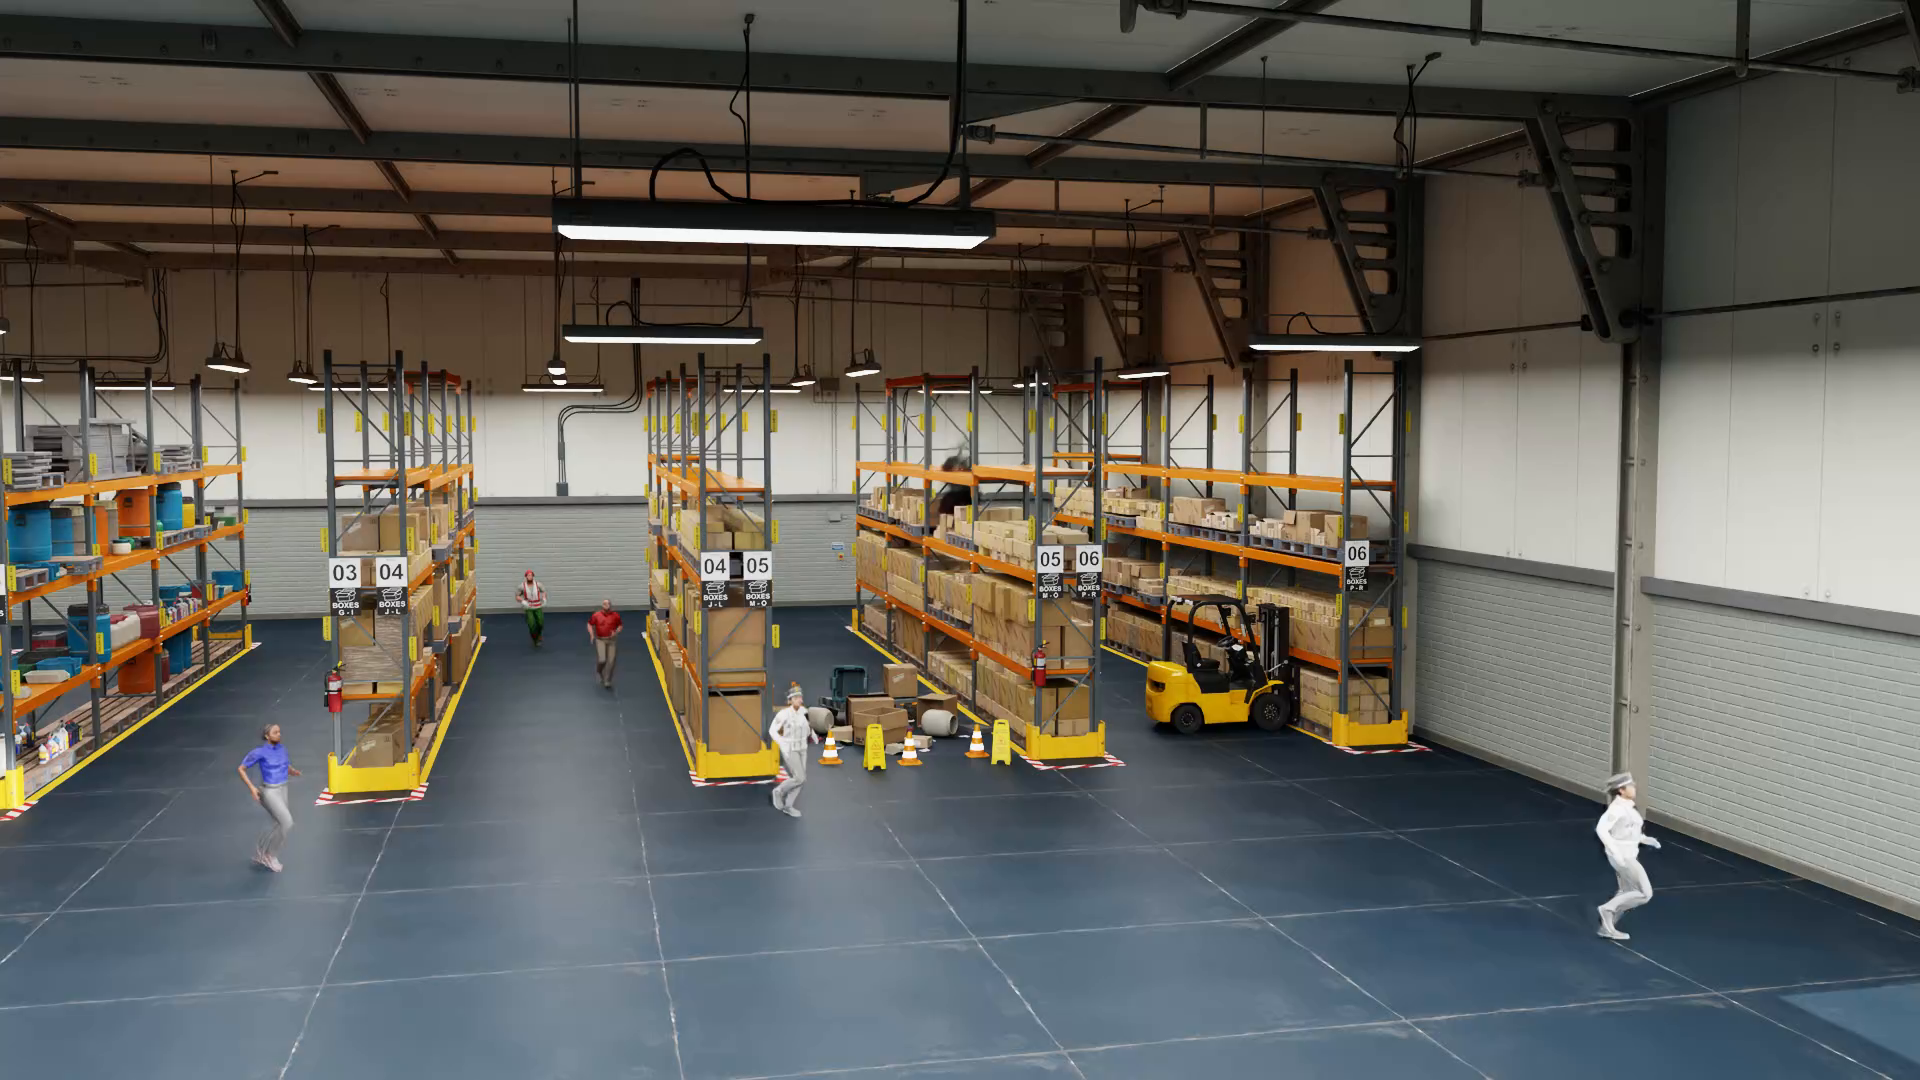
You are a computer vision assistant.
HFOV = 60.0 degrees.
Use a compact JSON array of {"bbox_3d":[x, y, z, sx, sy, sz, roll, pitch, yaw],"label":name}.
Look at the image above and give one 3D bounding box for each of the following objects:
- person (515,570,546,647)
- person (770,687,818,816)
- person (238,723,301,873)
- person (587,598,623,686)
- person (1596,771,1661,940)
[{"bbox_3d":[-9.611,1.537,37.317,0.690,1.732,0.543,-2,4,-23],"label":"person"},{"bbox_3d":[-2.089,2.697,21.284,0.563,1.668,0.603,3,5,41],"label":"person"},{"bbox_3d":[-7.686,2.890,18.651,0.697,1.656,0.545,1,4,14],"label":"person"},{"bbox_3d":[-6.719,1.955,31.618,0.647,1.679,0.589,-1,4,-19],"label":"person"},{"bbox_3d":[6.464,3.058,16.067,0.551,1.648,0.604,2,4,27],"label":"person"}]
